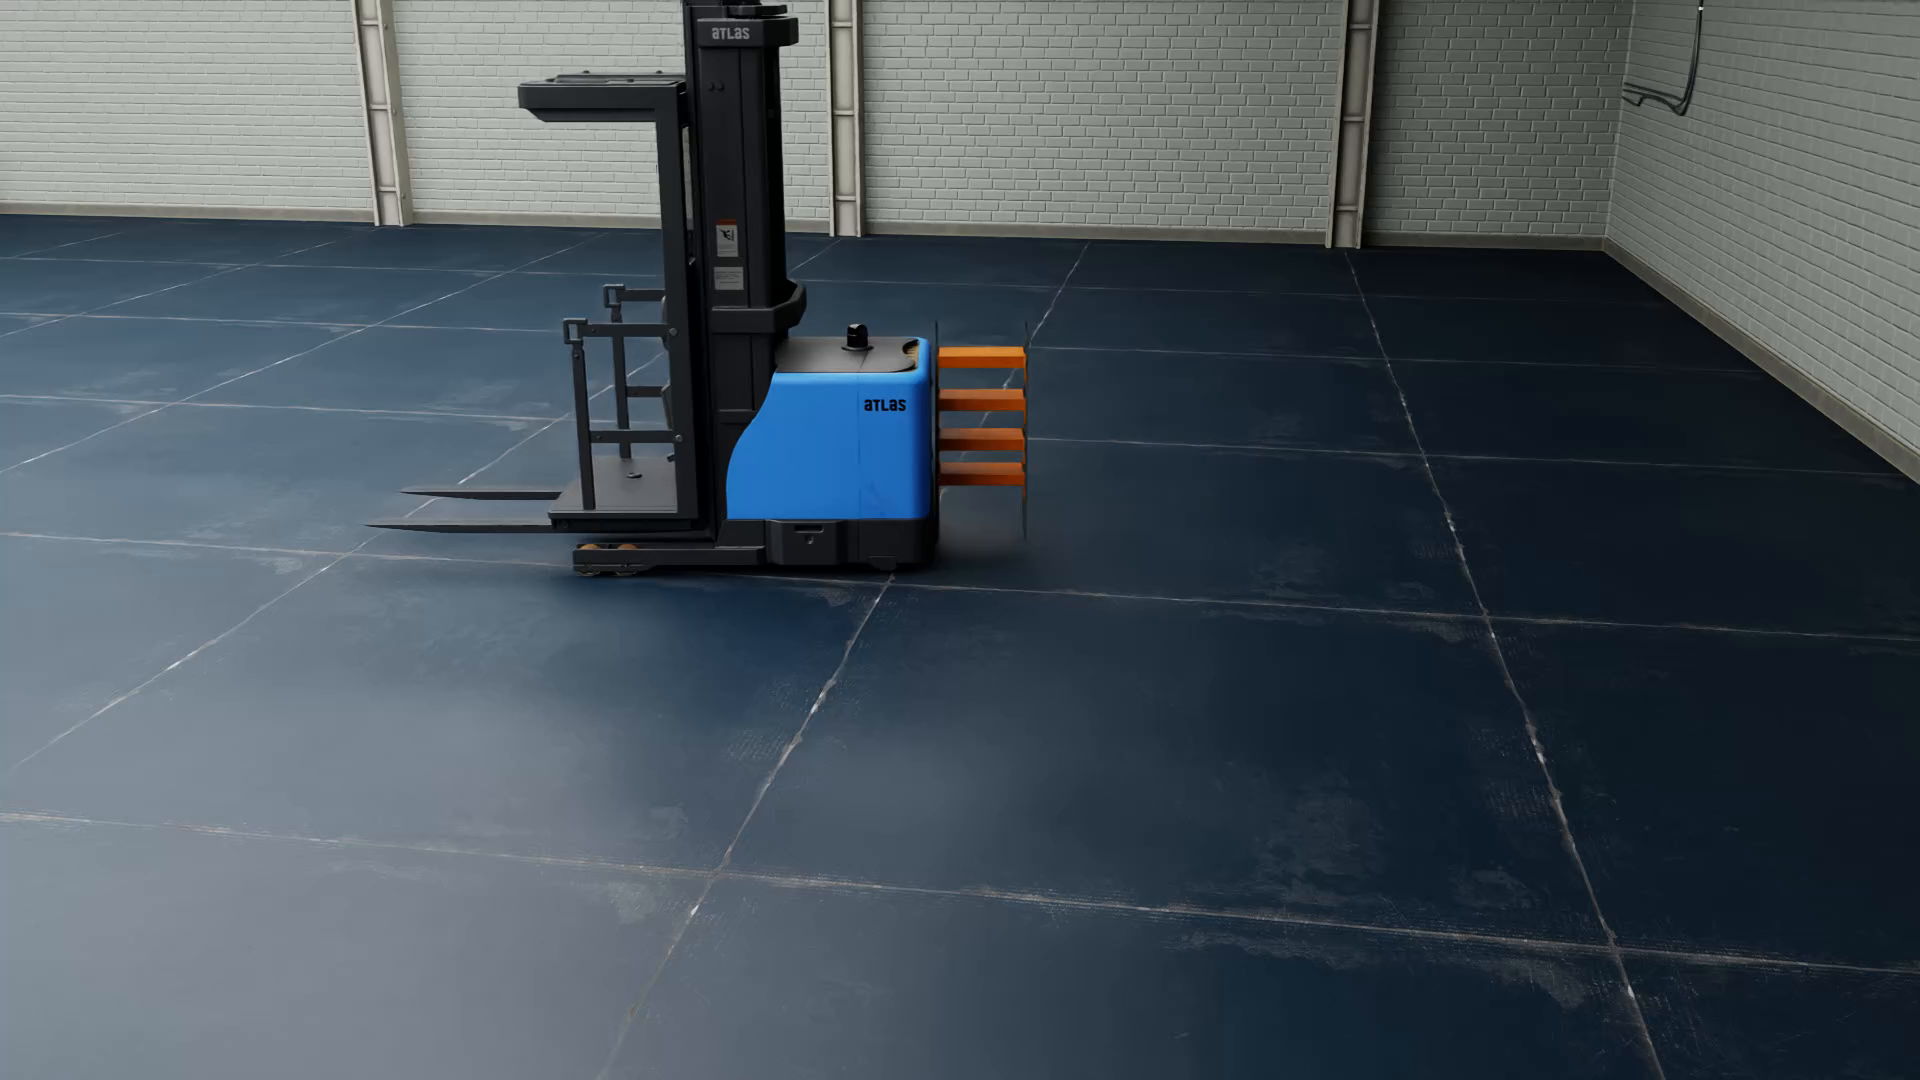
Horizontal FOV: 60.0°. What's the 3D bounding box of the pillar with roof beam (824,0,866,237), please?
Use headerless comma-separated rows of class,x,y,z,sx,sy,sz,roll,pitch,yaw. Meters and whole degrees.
pillar with roof beam,-2.069,-6.702,15.152,0.400,9.000,9.100,3,19,9

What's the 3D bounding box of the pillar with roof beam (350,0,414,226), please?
pillar with roof beam,-7.993,-7.004,16.054,0.400,9.000,9.100,3,19,9

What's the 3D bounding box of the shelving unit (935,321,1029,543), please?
shelving unit,0.117,-0.590,9.174,0.503,1.200,0.258,0,18,0

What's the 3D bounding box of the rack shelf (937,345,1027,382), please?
rack shelf,0.117,-0.962,9.049,0.480,0.148,0.258,0,18,0

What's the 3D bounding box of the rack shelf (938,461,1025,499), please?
rack shelf,0.117,-0.337,9.258,0.480,0.148,0.258,0,18,0

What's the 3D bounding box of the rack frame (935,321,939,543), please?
rack frame,-0.127,-0.590,9.174,0.015,1.200,0.240,0,18,0

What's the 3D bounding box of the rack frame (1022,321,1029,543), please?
rack frame,0.361,-0.590,9.174,0.015,1.200,0.240,0,18,0

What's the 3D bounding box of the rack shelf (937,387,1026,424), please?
rack shelf,0.117,-0.738,9.124,0.480,0.148,0.258,0,18,0

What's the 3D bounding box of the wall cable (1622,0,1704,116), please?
wall cable,7.237,-5.714,17.092,0.112,2.526,3.097,3,19,9

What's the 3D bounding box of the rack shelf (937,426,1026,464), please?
rack shelf,0.117,-0.526,9.195,0.480,0.148,0.258,0,18,0

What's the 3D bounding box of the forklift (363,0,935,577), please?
forklift,-1.663,-1.366,8.768,3.031,2.935,1.130,0,18,0

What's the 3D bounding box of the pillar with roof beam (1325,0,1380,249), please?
pillar with roof beam,3.855,-6.400,14.249,0.400,9.000,9.100,3,19,9
